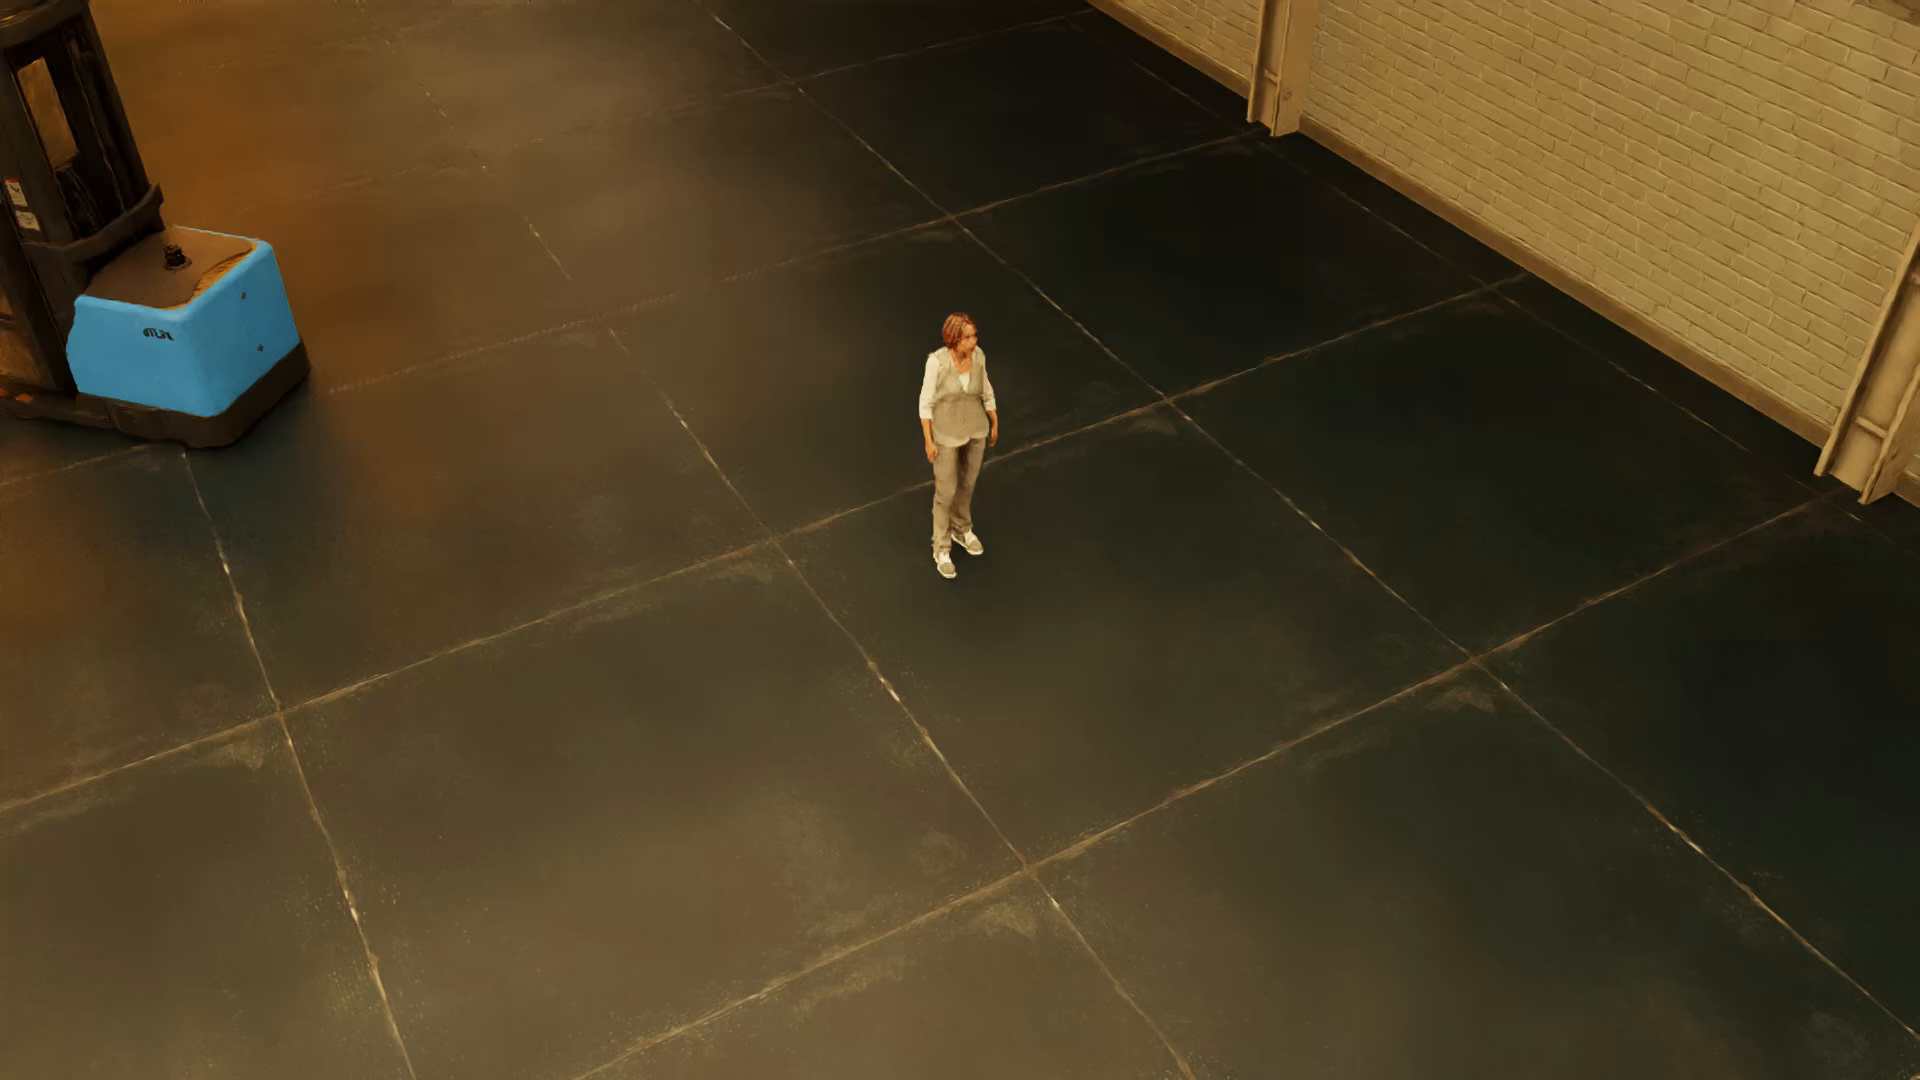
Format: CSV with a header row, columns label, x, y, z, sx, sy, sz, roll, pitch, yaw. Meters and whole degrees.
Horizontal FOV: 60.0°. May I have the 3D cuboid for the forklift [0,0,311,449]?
label,x,y,z,sx,sy,sz,roll,pitch,yaw
forklift,-6.129,-2.268,10.770,3.031,2.935,1.130,11,41,13

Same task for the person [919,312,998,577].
label,x,y,z,sx,sy,sz,roll,pitch,yaw
person,0.025,-0.575,9.763,0.521,1.597,0.474,-20,44,-23
